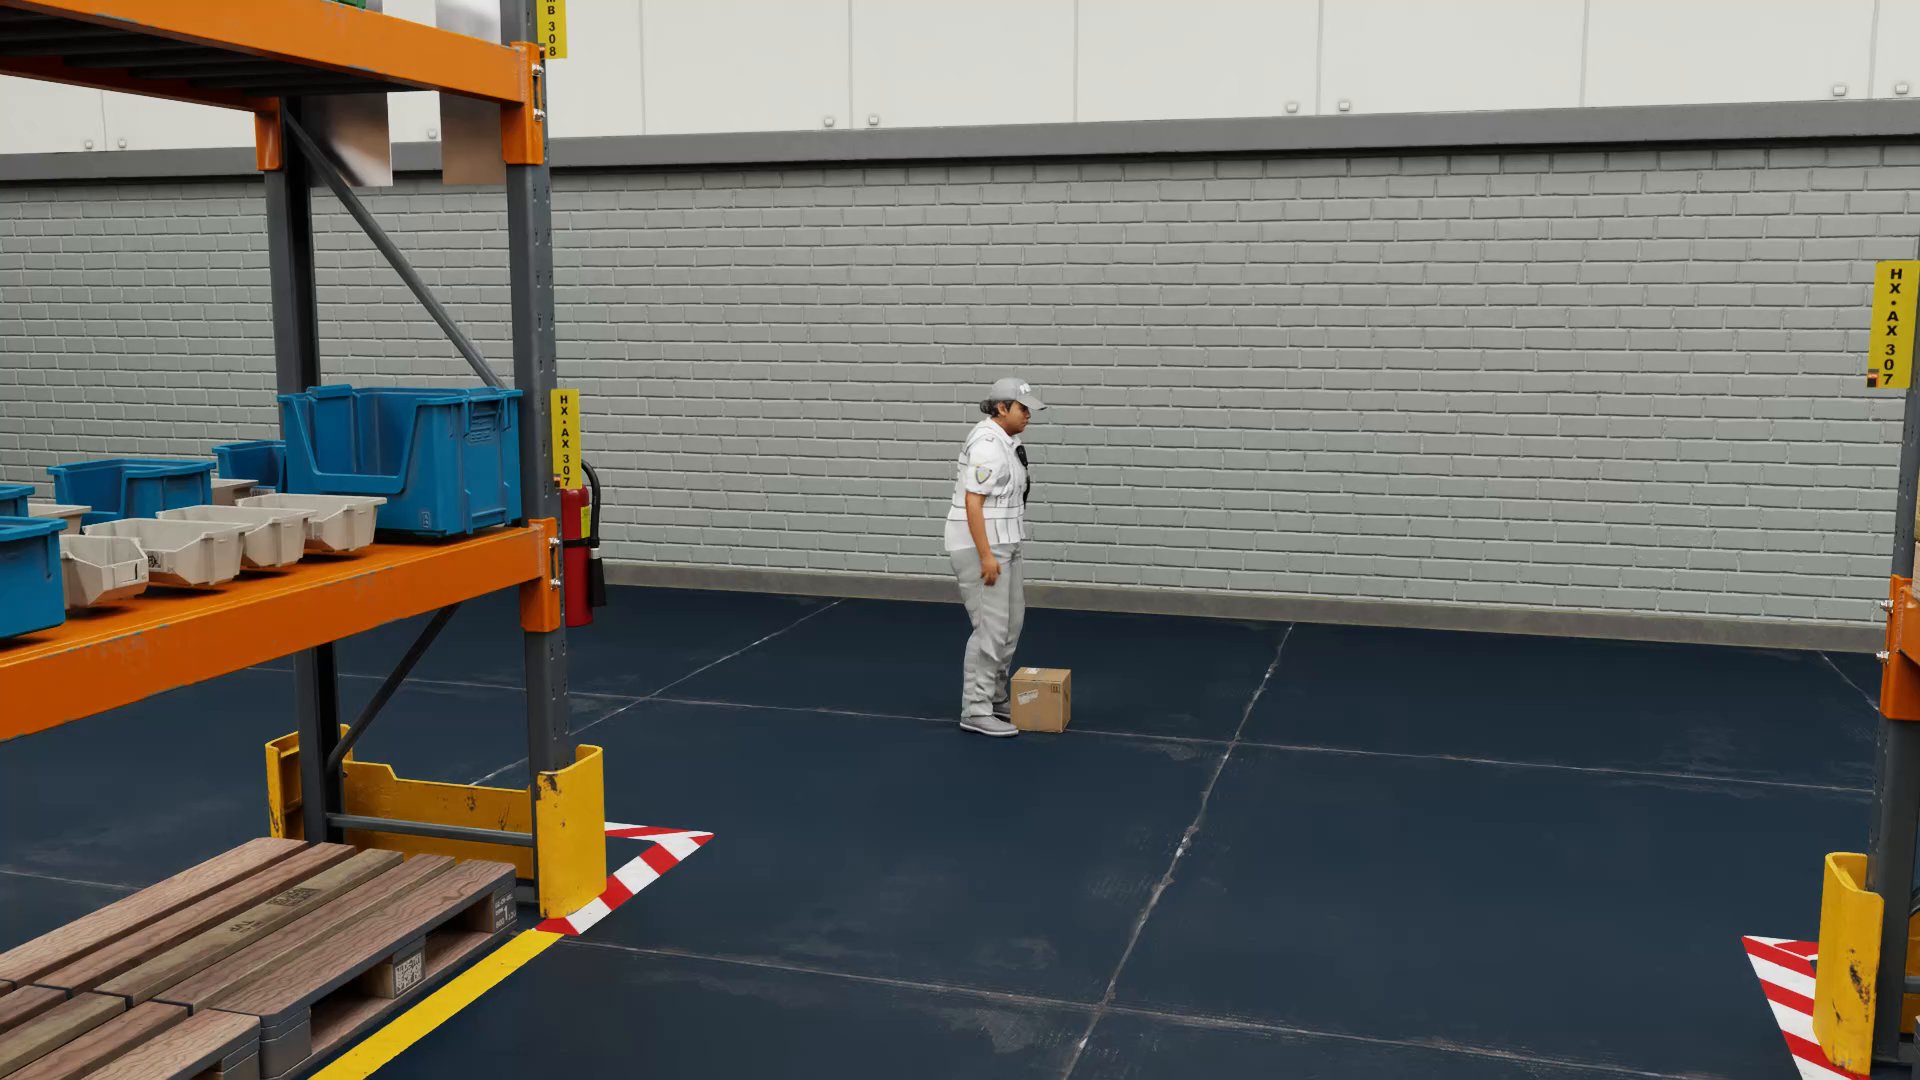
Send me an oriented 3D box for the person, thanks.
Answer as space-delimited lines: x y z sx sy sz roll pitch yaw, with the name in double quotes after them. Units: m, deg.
0.175 0.059 7.918 0.468 1.666 0.541 2 9 16 "person"
